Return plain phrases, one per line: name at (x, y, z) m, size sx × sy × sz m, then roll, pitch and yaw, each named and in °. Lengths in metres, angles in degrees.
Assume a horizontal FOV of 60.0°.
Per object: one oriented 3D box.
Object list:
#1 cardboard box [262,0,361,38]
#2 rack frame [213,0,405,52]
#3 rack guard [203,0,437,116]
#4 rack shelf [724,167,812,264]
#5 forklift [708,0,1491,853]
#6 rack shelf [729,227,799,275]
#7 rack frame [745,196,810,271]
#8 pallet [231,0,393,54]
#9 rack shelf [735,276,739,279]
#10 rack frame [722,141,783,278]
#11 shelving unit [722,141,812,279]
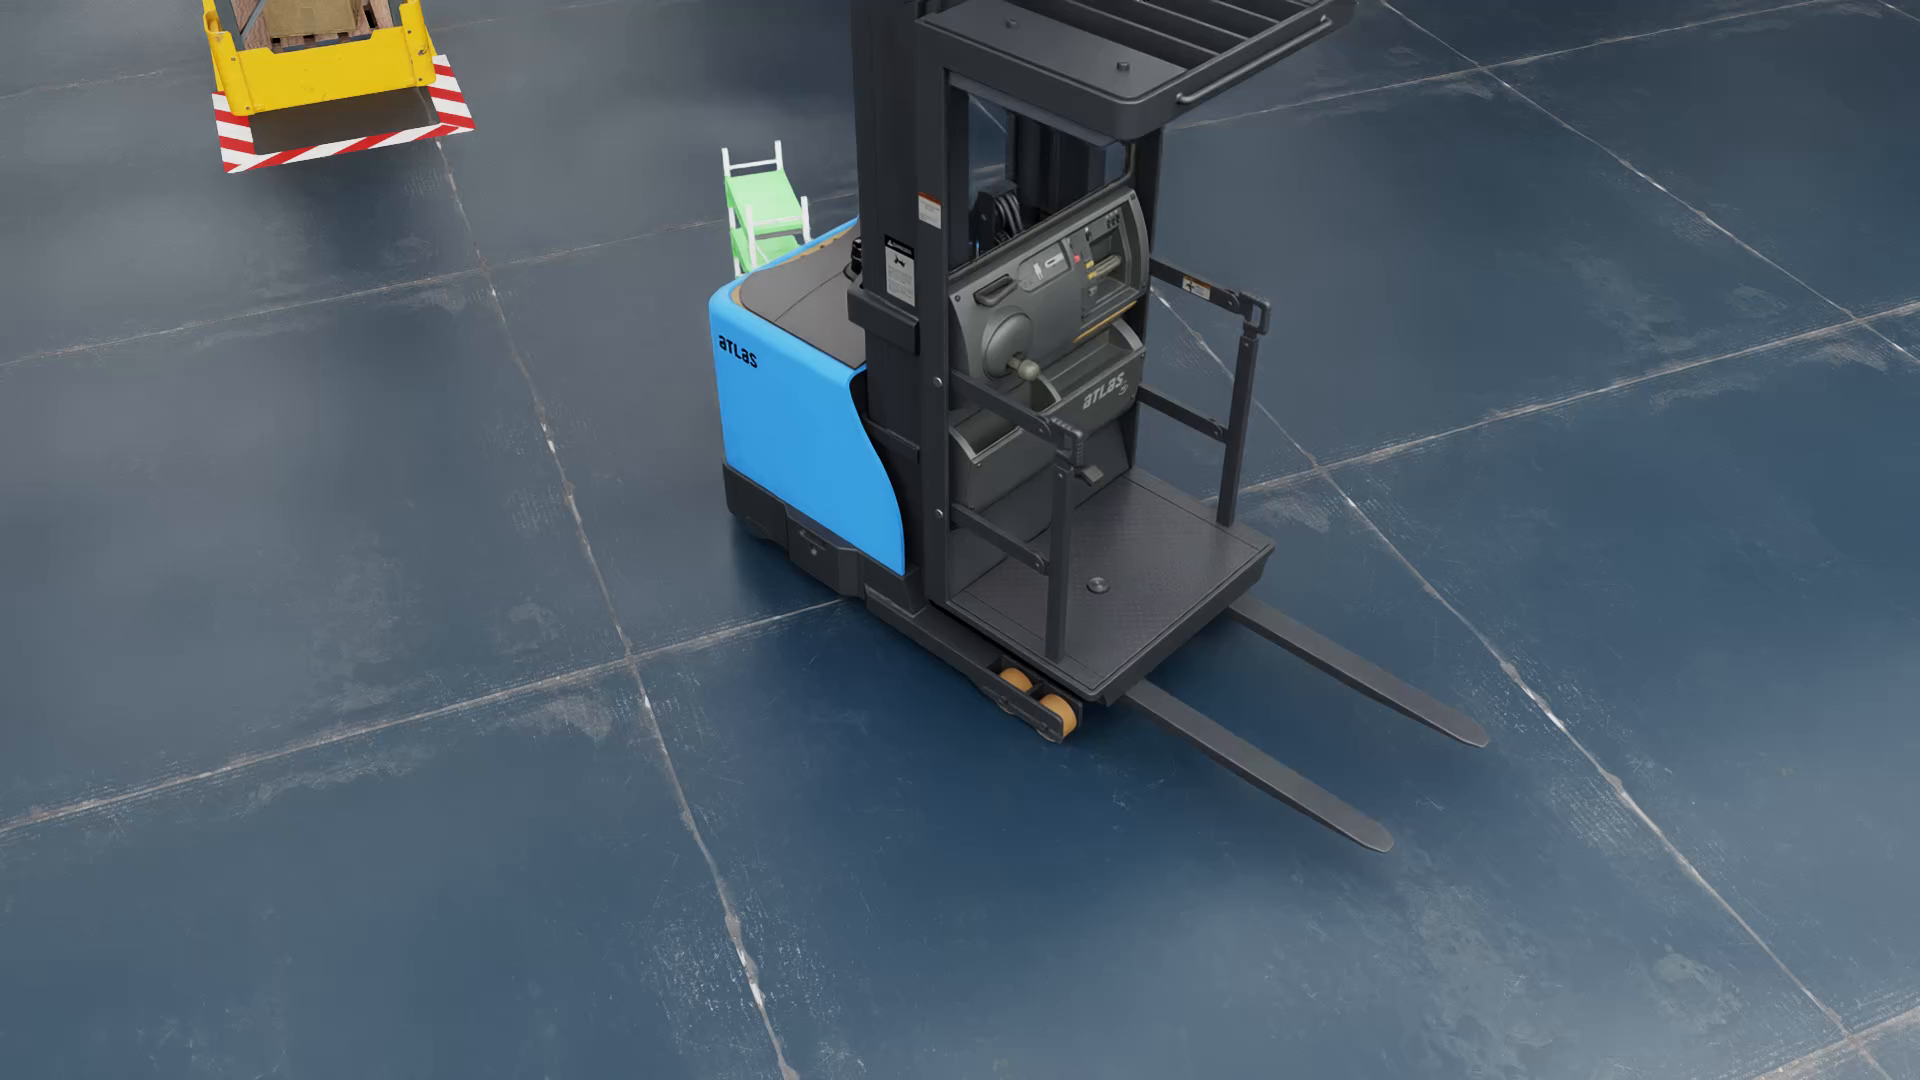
cardboard box at (-3.913, -3.365, 9.958) m, size 0.500 × 0.500 × 0.500 m, roll -8°, pitch 41°, yaw -9°
rack frame at (-3.690, -3.773, 8.837) m, size 1.000 × 3.000 × 0.127 m, roll -15°, pitch 43°, yaw -17°
rack guard at (-3.719, -2.871, 9.706) m, size 1.175 × 0.500 × 0.348 m, roll -15°, pitch 43°, yaw -17°
rack shelf at (-0.779, -1.317, 6.719) m, size 0.258 × 0.148 × 0.480 m, roll -11°, pitch 41°, yaw -13°
forklift at (0.467, -0.784, 5.414) m, size 3.031 × 2.935 × 1.130 m, roll 31°, pitch 50°, yaw 31°
rack shelf at (-0.778, -1.134, 6.874) m, size 0.258 × 0.148 × 0.480 m, roll -11°, pitch 41°, yaw -13°
rack frame at (-0.706, -0.849, 6.809) m, size 0.240 × 1.200 × 0.015 m, roll -11°, pitch 41°, yaw -13°
pallet at (-3.997, -3.260, 10.379) m, size 1.003 × 0.211 × 1.213 m, roll -15°, pitch 43°, yaw -17°
rack shelf at (-0.776, -0.951, 7.029) m, size 0.258 × 0.148 × 0.480 m, roll -11°, pitch 41°, yaw -13°
rack frame at (-0.847, -1.150, 7.166) m, size 0.240 × 1.200 × 0.015 m, roll -11°, pitch 41°, yaw -13°
shelving unit at (-0.777, -0.999, 6.987) m, size 0.258 × 1.200 × 0.503 m, roll -11°, pitch 41°, yaw -13°
